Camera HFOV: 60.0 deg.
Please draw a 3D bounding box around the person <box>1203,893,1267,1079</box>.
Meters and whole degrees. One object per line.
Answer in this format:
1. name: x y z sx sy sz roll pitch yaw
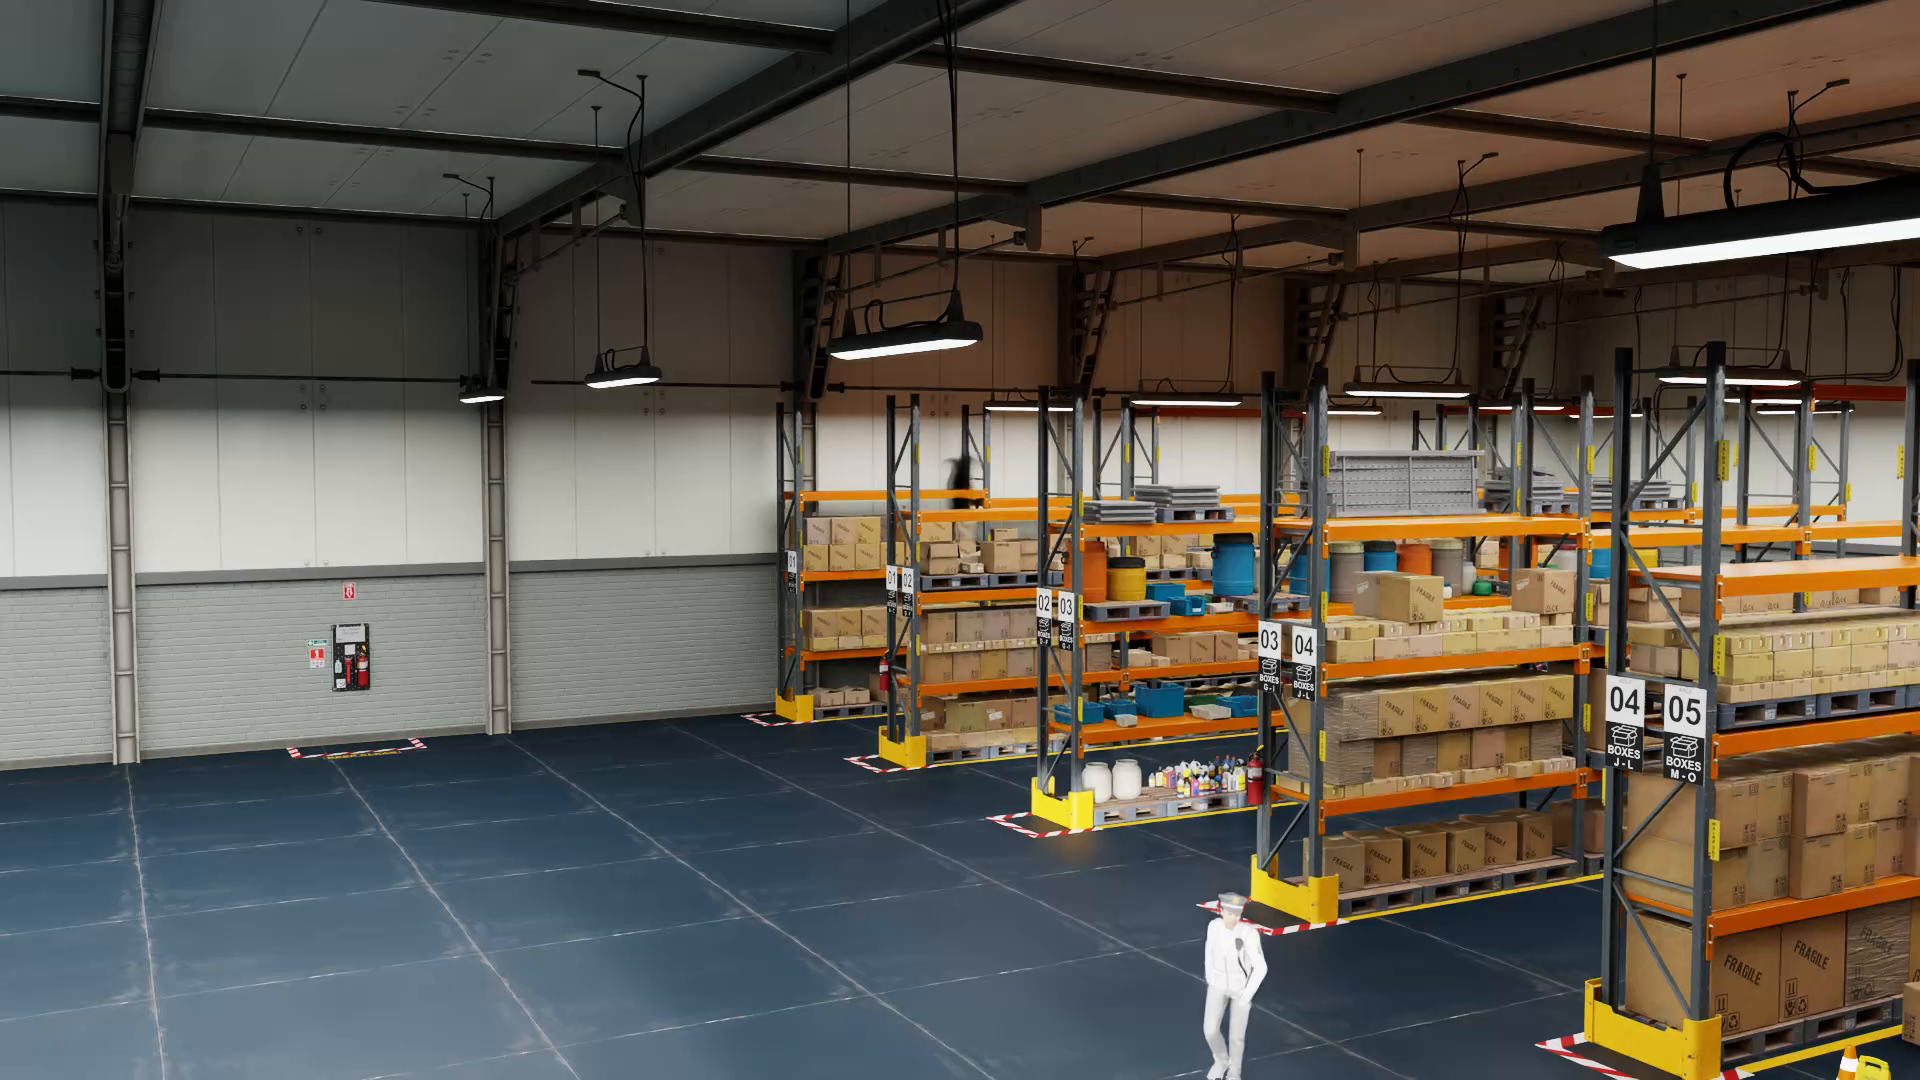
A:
1. person: 2.167 3.589 13.230 0.579 1.618 0.778 1 3 21
